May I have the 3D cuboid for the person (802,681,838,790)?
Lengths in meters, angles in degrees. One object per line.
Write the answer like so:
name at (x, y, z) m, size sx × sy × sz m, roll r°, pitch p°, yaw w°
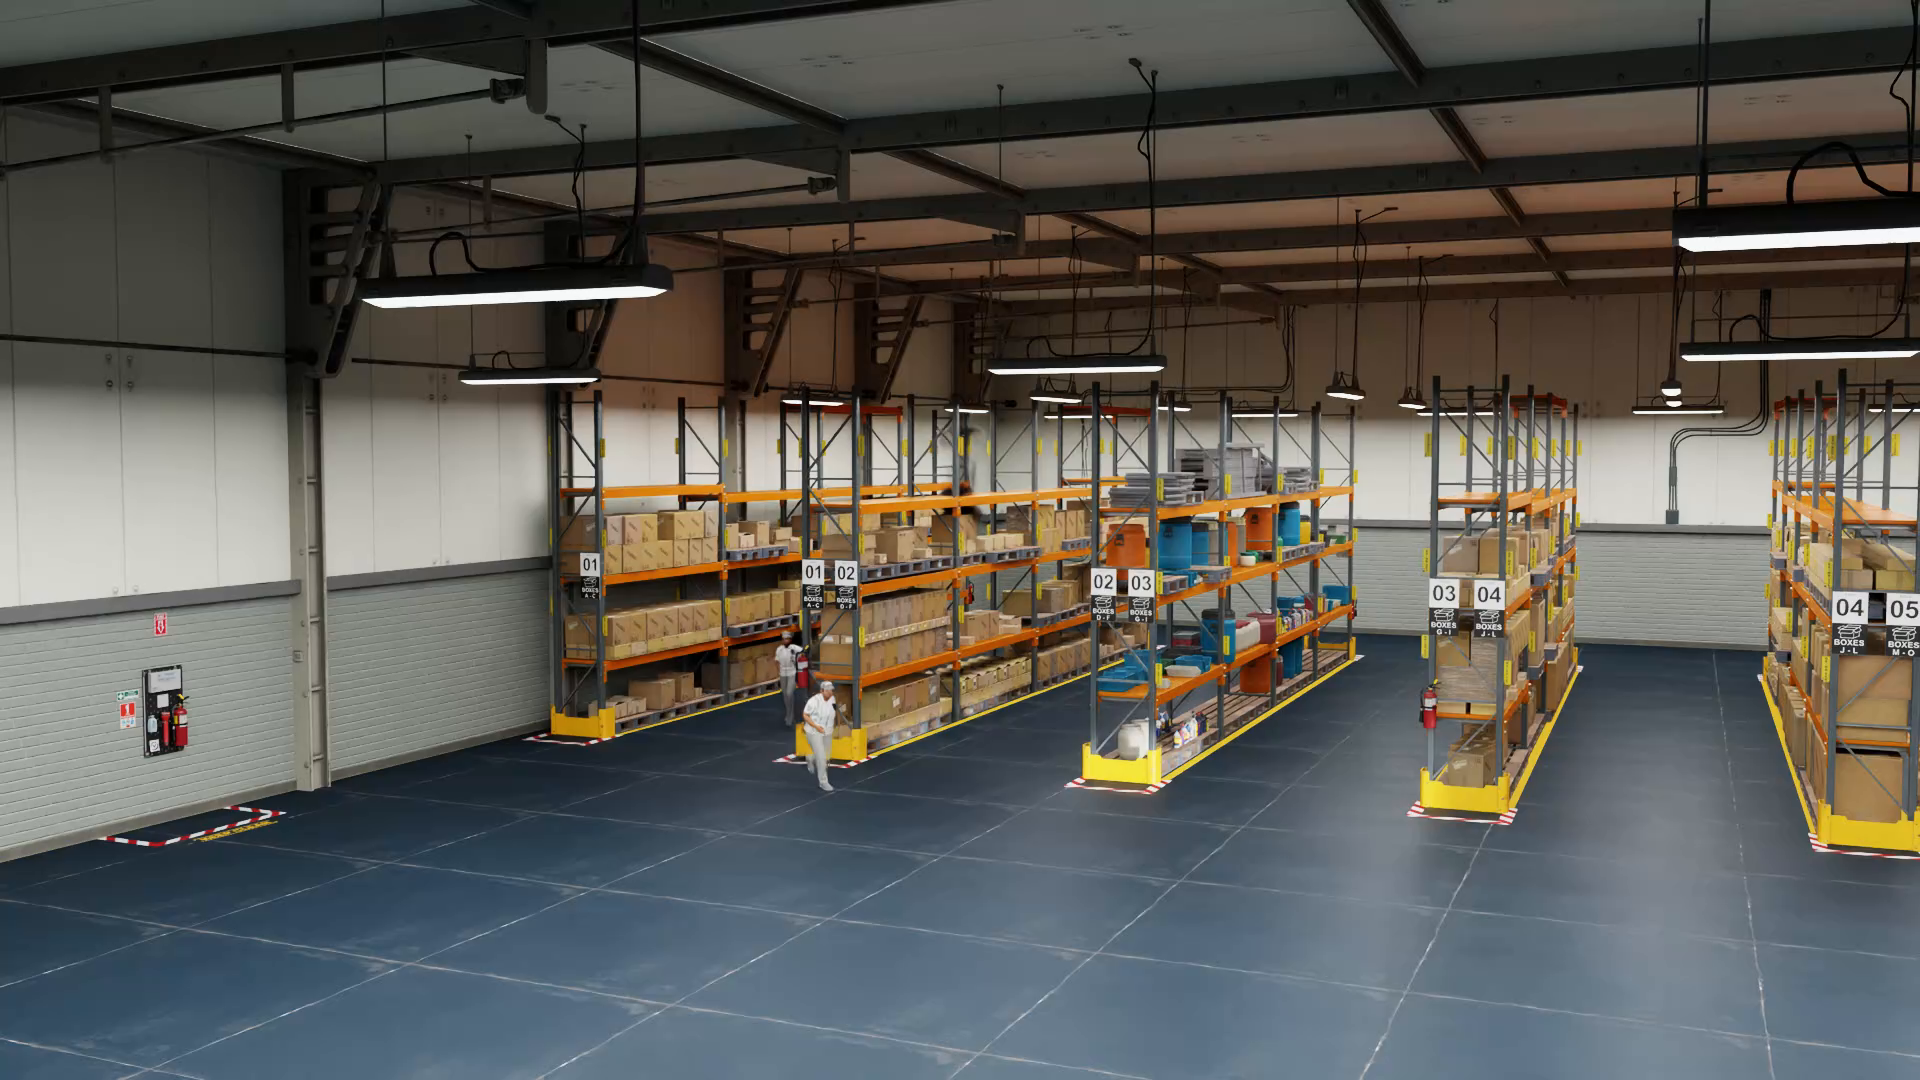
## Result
person at (-2.098, 2.858, 24.543) m, size 0.592 × 1.617 × 0.806 m, roll -2°, pitch 4°, yaw -35°

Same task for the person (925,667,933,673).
person at (-0.622, 2.316, 34.233) m, size 0.585 × 1.621 × 0.604 m, roll 1°, pitch 3°, yaw 18°

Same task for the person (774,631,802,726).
person at (-3.113, 2.504, 30.245) m, size 0.524 × 1.741 × 0.767 m, roll 1°, pitch 3°, yaw 18°
